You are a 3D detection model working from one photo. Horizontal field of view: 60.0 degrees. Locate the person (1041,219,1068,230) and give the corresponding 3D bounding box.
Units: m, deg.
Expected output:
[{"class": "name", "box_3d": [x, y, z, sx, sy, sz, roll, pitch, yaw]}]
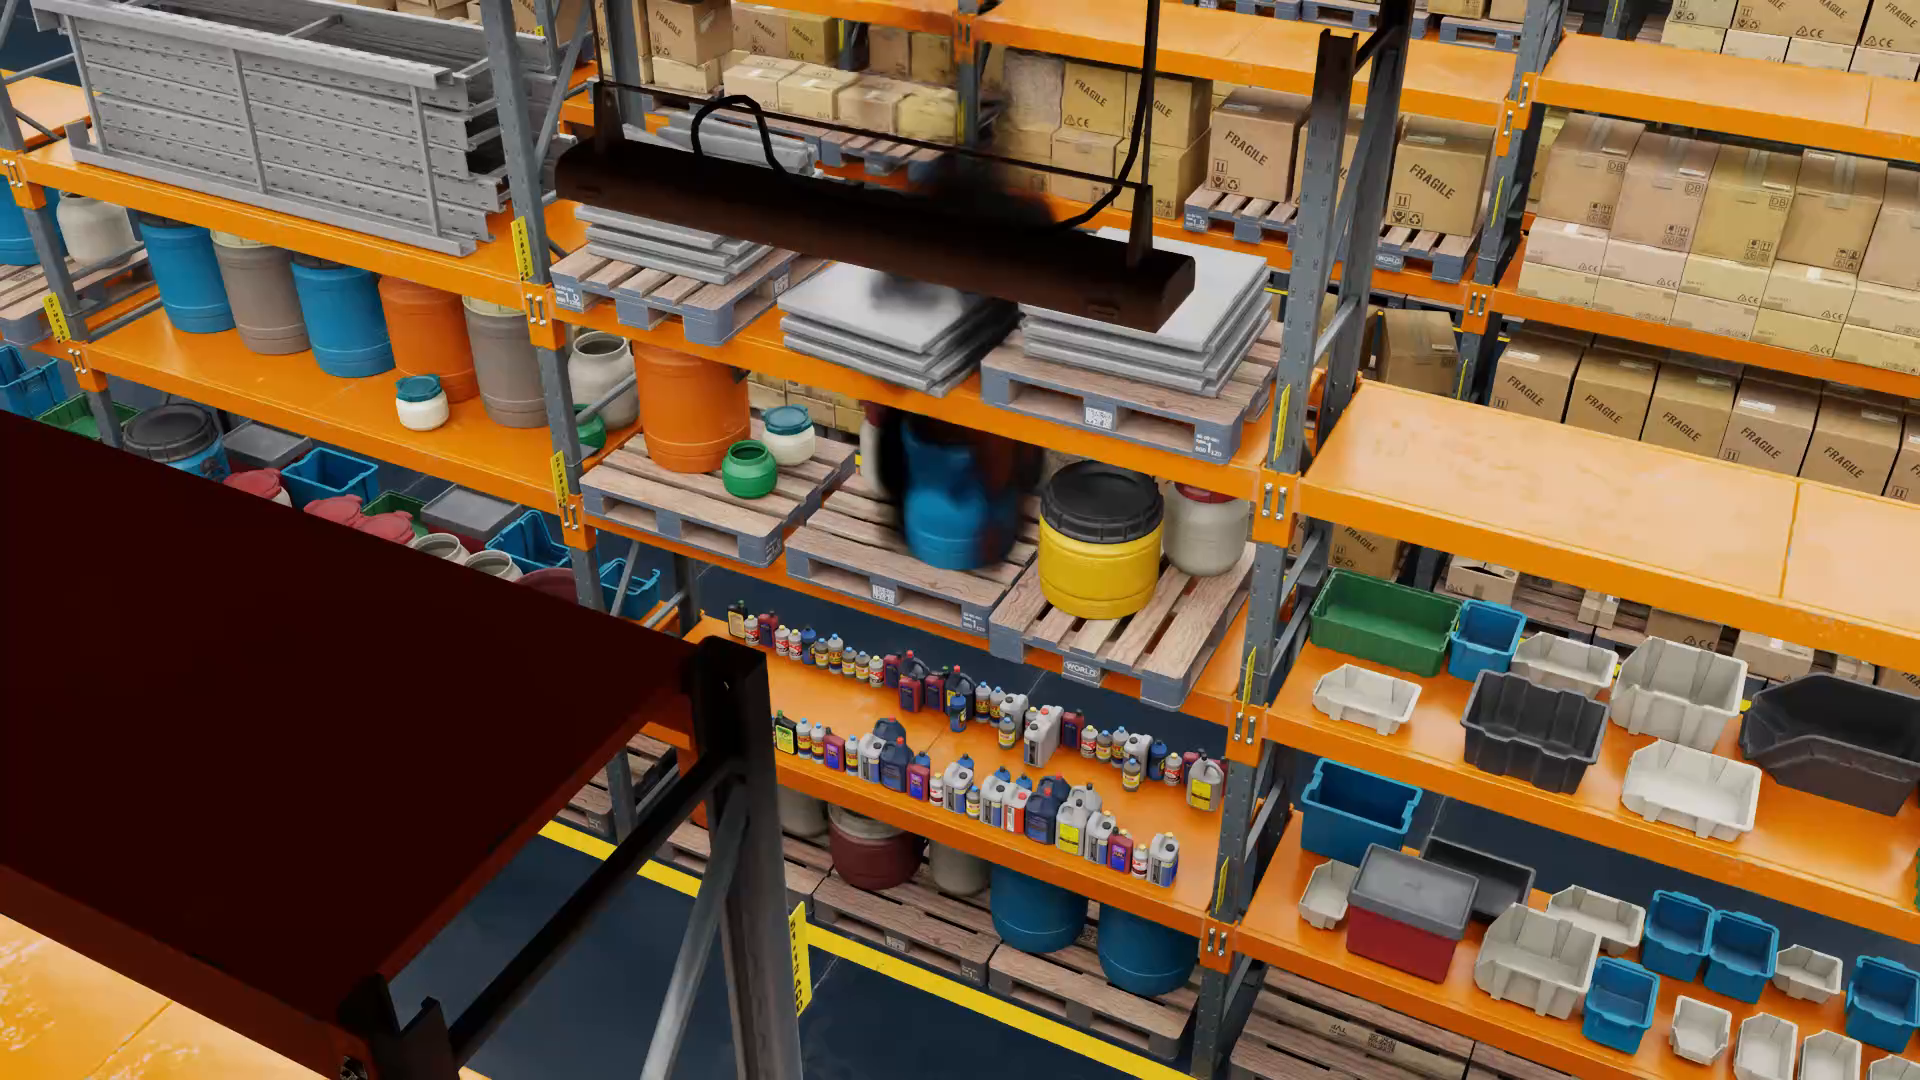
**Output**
[{"class": "person", "box_3d": [0.988, -2.374, 15.849, 0.815, 1.643, 0.548, 14, 38, 20]}]
